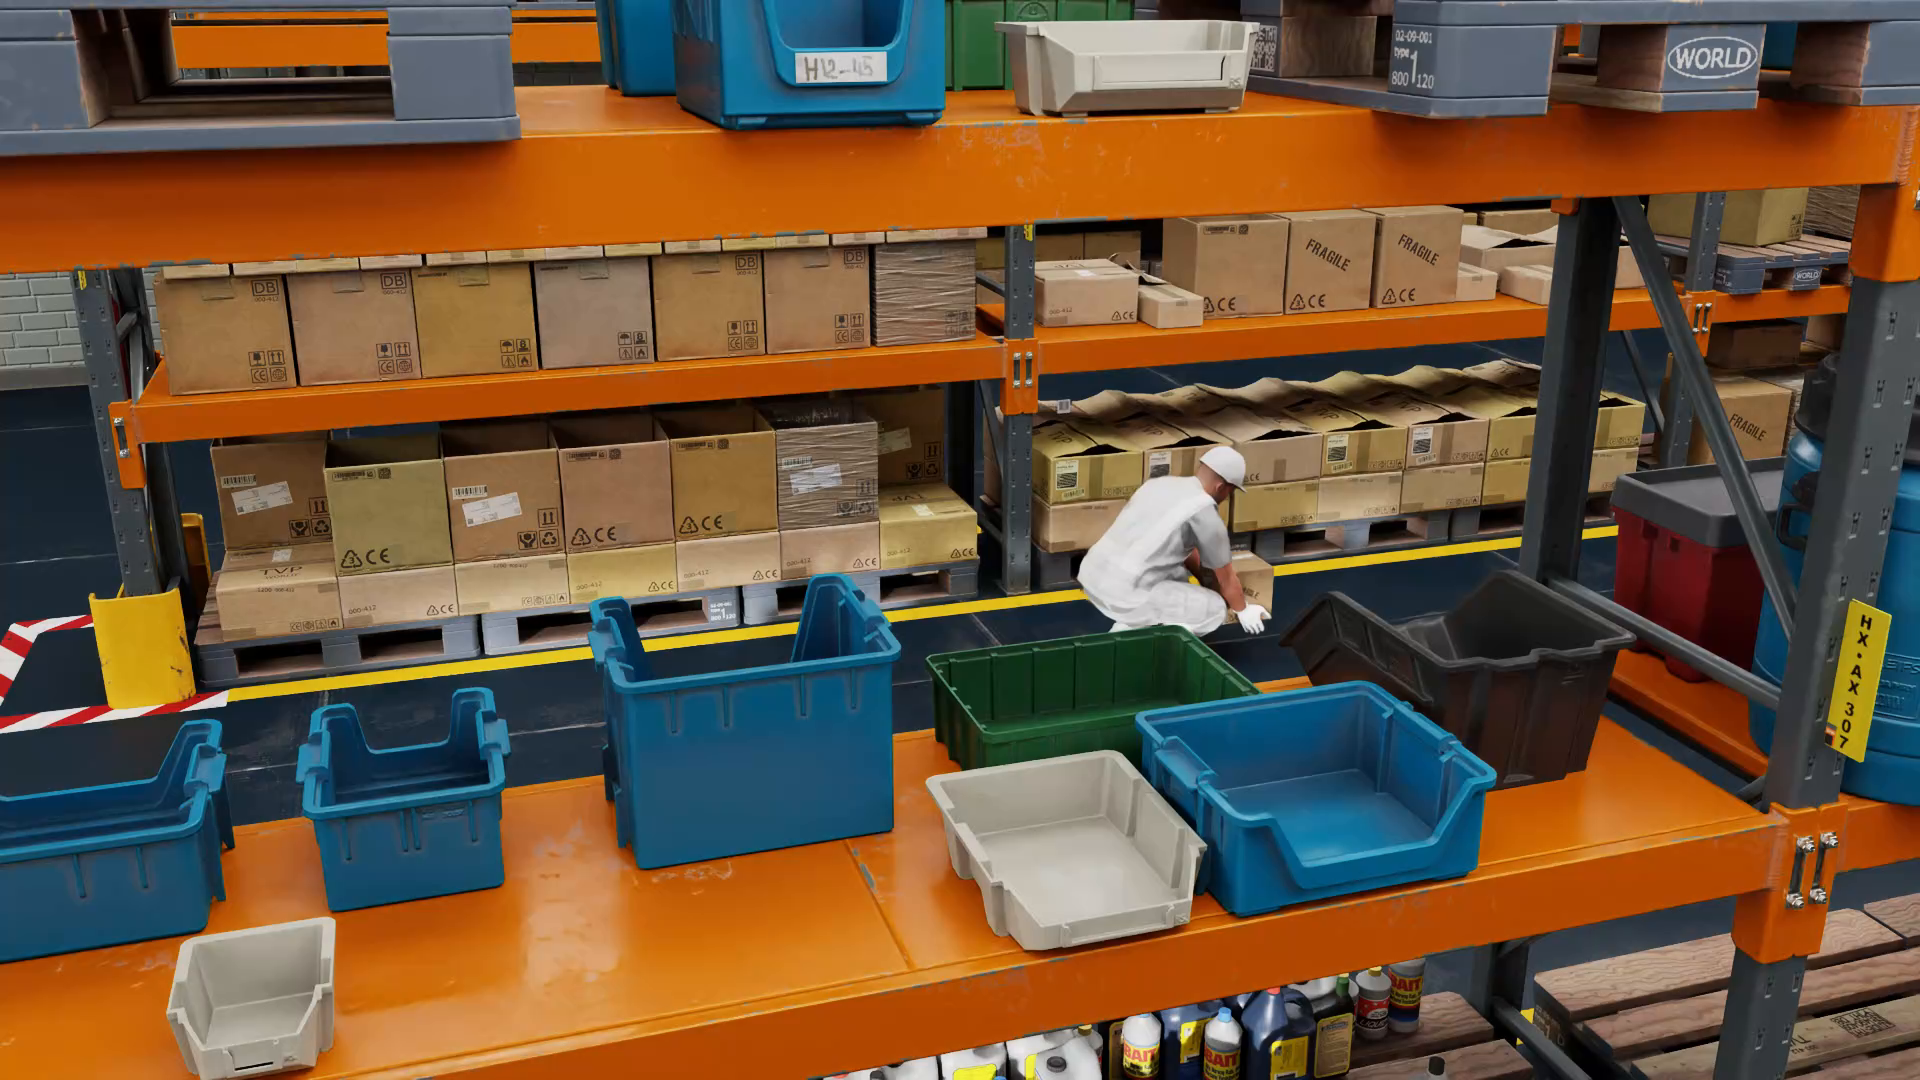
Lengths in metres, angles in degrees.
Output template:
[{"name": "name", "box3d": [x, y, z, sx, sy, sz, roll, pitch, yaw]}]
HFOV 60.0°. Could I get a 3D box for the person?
[{"name": "person", "box3d": [0.953, 0.091, 7.495, 0.864, 0.994, 0.565, -6, 20, -18]}]
